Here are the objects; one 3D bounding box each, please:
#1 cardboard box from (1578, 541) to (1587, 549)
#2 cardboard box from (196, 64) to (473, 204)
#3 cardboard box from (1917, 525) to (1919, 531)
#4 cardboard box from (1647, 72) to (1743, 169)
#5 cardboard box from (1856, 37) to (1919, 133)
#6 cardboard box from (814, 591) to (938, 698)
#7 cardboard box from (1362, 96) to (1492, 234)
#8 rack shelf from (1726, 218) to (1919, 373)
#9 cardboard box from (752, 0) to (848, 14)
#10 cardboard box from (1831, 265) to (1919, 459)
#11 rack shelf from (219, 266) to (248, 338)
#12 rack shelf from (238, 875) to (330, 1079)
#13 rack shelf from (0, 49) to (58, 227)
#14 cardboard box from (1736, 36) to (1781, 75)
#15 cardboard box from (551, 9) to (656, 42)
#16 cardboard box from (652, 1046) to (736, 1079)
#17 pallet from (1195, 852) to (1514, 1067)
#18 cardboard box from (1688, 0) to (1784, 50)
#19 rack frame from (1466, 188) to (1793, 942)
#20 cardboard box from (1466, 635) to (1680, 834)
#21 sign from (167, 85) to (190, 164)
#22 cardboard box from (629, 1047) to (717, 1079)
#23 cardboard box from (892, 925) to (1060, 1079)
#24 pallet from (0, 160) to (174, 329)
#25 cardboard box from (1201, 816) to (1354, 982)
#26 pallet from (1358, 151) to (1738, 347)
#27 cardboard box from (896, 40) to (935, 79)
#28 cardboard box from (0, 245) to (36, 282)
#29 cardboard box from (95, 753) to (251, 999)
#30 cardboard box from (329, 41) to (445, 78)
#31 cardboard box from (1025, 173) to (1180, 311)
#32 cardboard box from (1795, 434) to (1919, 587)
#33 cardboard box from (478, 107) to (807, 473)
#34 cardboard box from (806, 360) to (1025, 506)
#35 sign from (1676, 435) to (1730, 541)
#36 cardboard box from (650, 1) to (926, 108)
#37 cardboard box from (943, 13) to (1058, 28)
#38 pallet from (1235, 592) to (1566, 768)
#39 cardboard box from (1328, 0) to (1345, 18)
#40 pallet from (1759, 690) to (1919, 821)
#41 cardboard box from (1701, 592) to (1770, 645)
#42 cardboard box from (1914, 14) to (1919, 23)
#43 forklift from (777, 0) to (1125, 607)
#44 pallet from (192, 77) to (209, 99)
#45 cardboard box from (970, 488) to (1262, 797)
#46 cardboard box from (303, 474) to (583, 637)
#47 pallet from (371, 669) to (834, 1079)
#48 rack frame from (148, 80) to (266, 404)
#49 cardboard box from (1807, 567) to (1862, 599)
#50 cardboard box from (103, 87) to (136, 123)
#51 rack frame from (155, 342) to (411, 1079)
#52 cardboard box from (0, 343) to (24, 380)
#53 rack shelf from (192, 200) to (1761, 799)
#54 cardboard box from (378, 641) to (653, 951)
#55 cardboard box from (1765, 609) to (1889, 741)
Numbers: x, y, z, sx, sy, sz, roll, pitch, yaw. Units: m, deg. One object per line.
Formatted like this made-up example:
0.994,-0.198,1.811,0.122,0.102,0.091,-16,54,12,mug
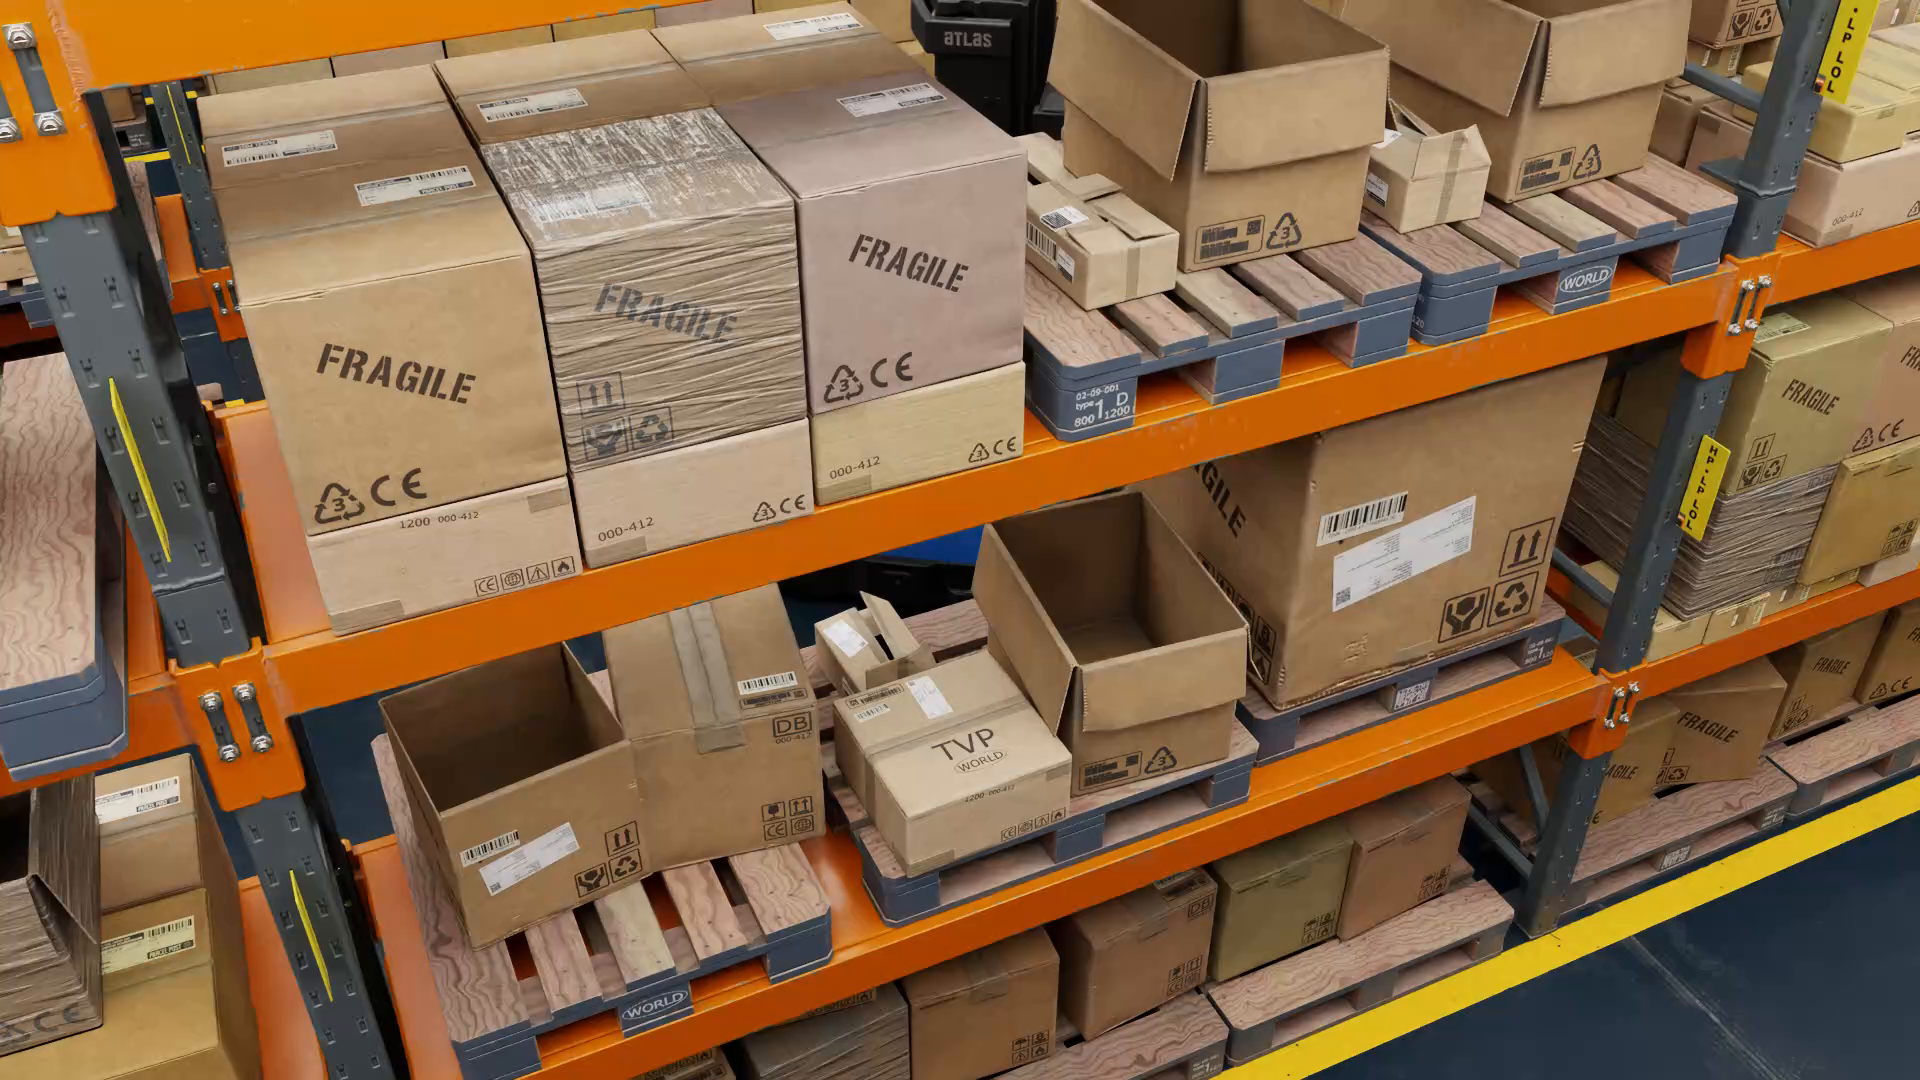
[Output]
2.278,-0.157,6.154,0.250,0.149,0.380,-16,39,-20,cardboard box
-1.317,-0.675,3.621,0.500,0.500,0.500,-15,39,-19,cardboard box
3.422,-0.107,6.088,0.250,0.149,0.380,-16,39,-20,cardboard box
2.280,-1.387,5.210,0.500,0.250,0.500,-14,39,-18,cardboard box
2.616,-1.311,4.773,0.250,0.149,0.380,-18,40,-22,cardboard box
-0.248,0.344,5.029,0.258,0.266,0.396,-17,40,-21,cardboard box
1.170,-1.014,4.342,0.258,0.266,0.396,-14,39,-18,cardboard box
3.789,-1.409,5.717,4.000,0.370,1.077,-16,39,-20,rack shelf
-0.949,-2.869,8.676,0.500,0.500,0.700,-16,40,-21,cardboard box
2.946,-0.652,5.438,0.500,0.500,0.500,-16,39,-20,cardboard box
-1.848,-1.892,8.886,4.000,0.370,1.077,-16,39,-20,rack shelf
-3.453,1.821,3.881,4.000,0.370,1.077,-16,39,-20,rack shelf
-3.453,-0.428,2.213,4.000,0.370,1.077,-16,39,-20,rack shelf
2.431,-1.548,5.092,0.250,0.149,0.380,-15,39,-19,cardboard box
-1.865,-2.614,8.333,0.500,0.500,0.700,-16,39,-20,cardboard box
-1.045,1.673,5.206,0.500,0.500,0.700,-18,40,-22,cardboard box
1.274,1.331,6.278,1.213,0.211,1.003,-16,39,-20,pallet
2.277,-1.803,4.892,0.500,0.500,0.500,-17,40,-21,cardboard box
1.978,0.014,5.714,0.127,3.000,1.000,-16,39,-20,rack frame
2.357,0.769,6.441,0.500,0.500,0.500,-17,40,-21,cardboard box
-3.419,-1.817,7.277,0.005,0.325,0.100,-16,39,-20,sign
-1.049,1.366,4.989,0.500,0.250,0.500,-14,39,-18,cardboard box
-0.038,1.378,5.603,0.500,0.500,0.700,-12,38,-16,cardboard box
-4.258,-1.360,7.726,1.003,0.211,1.213,-16,39,-20,pallet
0.974,1.095,5.985,0.500,0.500,0.700,-16,39,-20,cardboard box
1.374,-1.017,4.743,1.003,0.211,1.213,-16,39,-20,pallet
-0.396,-2.451,8.952,0.500,0.500,0.500,-16,39,-20,cardboard box
-4.135,-1.308,7.353,0.250,0.149,0.380,-16,39,-20,cardboard box
-2.198,0.962,4.351,0.500,0.500,0.500,-14,39,-19,cardboard box
-2.791,-2.353,7.981,0.500,0.500,0.700,-16,40,-21,cardboard box
0.324,-0.738,4.052,0.250,0.166,0.380,-17,40,-21,cardboard box
2.880,-0.334,5.849,0.500,0.500,0.875,-16,39,-20,cardboard box
-0.647,-0.526,3.420,0.500,0.500,0.500,-15,39,-20,cardboard box
-0.183,-0.365,3.833,0.500,0.250,0.500,-15,39,-19,cardboard box
2.217,-0.153,4.967,0.005,0.325,0.100,-16,39,-20,sign
-0.403,-0.928,3.962,0.500,0.500,0.500,-15,39,-19,cardboard box
0.291,-2.847,9.445,0.550,0.550,0.875,-16,39,-20,cardboard box
1.225,0.206,5.616,1.213,0.211,1.003,-16,39,-20,pallet
2.218,-3.416,10.212,0.550,0.550,0.875,-16,39,-20,cardboard box
3.677,0.633,7.219,1.213,0.211,1.003,-16,39,-20,pallet
2.533,0.166,5.719,0.250,0.149,0.380,-16,39,-20,cardboard box
3.074,-1.454,4.966,0.250,0.149,0.380,-14,39,-19,cardboard box
0.667,-1.064,7.225,3.031,2.935,1.130,6,37,8,forklift
-5.145,-3.395,12.650,1.213,0.211,1.003,-16,39,-20,pallet
0.448,0.292,4.899,0.637,0.503,0.797,-12,38,-15,cardboard box
-1.109,-0.100,3.475,0.500,0.250,0.500,-15,39,-19,cardboard box
-1.043,0.865,4.727,1.003,0.211,1.213,-16,39,-20,pallet
-3.659,-1.674,7.990,0.127,3.000,1.000,-16,39,-20,rack frame
2.969,0.019,5.917,0.250,0.149,0.380,-16,39,-20,cardboard box
-6.514,-3.504,11.887,0.875,0.875,0.875,-16,39,-20,cardboard box
-1.643,1.026,4.349,0.127,3.000,1.000,-16,39,-20,rack frame
-4.619,-0.692,7.781,0.500,0.250,0.500,-15,39,-19,cardboard box
0.168,-0.396,4.352,4.000,0.370,1.077,-16,39,-20,rack shelf
-1.171,0.659,4.407,0.500,0.500,0.500,-21,41,-25,cardboard box
3.401,0.421,6.911,0.500,0.500,0.500,-19,41,-24,cardboard box
